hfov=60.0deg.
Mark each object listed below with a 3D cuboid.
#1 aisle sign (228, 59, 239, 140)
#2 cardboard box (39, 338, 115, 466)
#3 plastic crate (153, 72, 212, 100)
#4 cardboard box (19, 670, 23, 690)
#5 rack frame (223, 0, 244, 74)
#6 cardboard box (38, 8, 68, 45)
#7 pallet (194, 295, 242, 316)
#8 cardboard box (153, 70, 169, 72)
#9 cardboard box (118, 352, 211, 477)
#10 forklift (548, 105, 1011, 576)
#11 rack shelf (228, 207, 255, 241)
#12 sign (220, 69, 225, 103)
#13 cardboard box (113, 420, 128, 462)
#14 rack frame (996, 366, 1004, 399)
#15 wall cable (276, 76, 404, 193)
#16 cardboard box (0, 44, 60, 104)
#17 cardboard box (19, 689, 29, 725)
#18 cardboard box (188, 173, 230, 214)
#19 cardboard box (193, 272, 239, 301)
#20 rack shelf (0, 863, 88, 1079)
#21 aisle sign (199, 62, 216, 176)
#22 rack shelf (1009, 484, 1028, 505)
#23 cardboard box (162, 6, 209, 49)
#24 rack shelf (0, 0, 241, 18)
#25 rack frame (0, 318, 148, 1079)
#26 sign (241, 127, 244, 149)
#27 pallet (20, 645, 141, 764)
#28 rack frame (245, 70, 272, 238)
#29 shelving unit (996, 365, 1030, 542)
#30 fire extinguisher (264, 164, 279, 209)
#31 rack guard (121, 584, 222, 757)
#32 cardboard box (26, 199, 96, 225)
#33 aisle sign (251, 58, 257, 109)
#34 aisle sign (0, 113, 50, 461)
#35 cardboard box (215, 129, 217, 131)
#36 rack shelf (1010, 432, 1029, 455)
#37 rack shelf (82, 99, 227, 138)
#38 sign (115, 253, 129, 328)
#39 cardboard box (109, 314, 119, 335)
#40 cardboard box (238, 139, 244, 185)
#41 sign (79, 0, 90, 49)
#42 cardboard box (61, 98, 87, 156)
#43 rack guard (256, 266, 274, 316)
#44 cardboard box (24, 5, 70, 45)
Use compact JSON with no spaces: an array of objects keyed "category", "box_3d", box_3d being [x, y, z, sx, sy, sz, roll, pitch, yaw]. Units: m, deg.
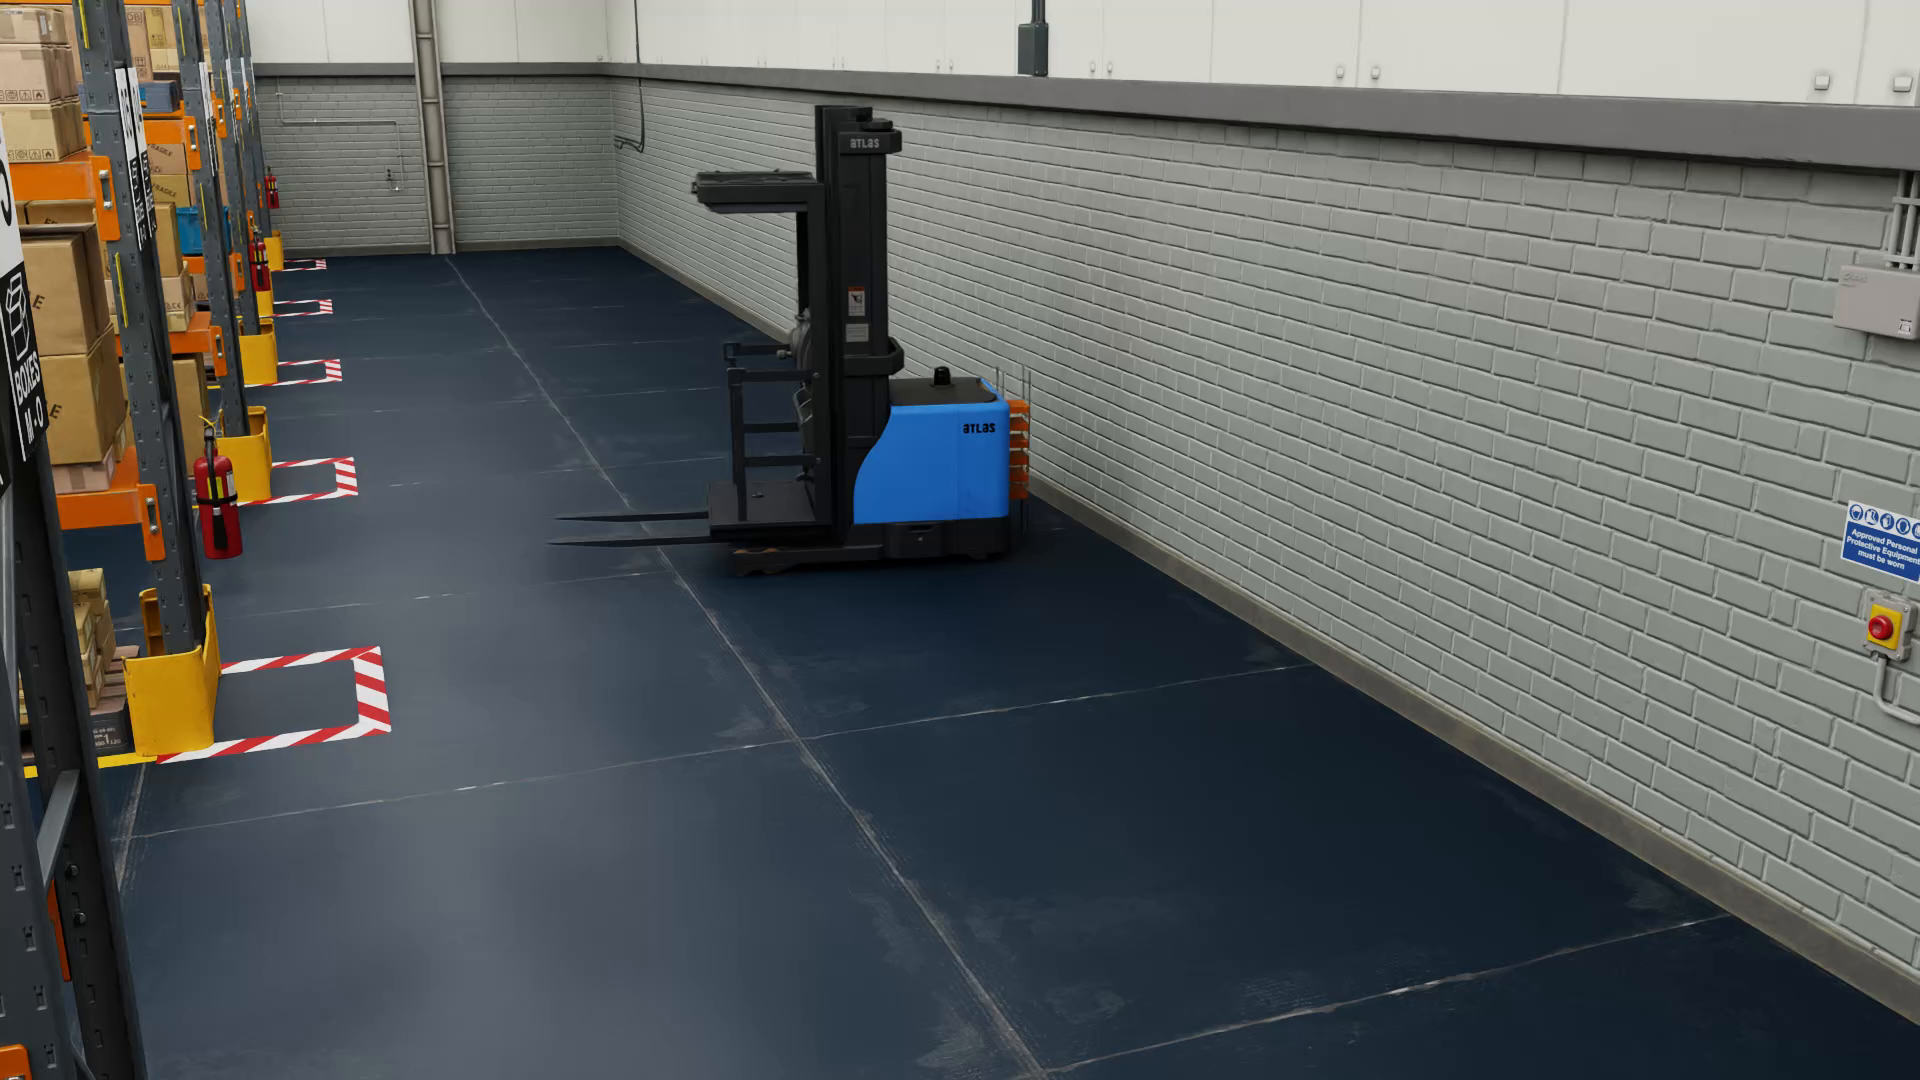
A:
[{"category":"aisle sign","box_3d":[-7.443,-4.515,17.037,0.004,0.787,0.394,-6,17,-20]},{"category":"cardboard box","box_3d":[-4.279,-0.642,7.755,0.500,0.500,0.500,-6,17,-19]},{"category":"plastic crate","box_3d":[-7.863,-4.594,16.825,0.590,0.269,0.497,-6,17,-20]},{"category":"cardboard box","box_3d":[-4.606,0.600,8.018,0.250,0.149,0.380,-7,18,-21]},{"category":"rack frame","box_3d":[-9.173,-7.365,20.706,0.127,3.000,1.000,-6,17,-20]},{"category":"cardboard box","box_3d":[-6.667,-3.525,11.853,0.500,0.500,0.700,-7,18,-22]},{"category":"pallet","box_3d":[-9.988,-3.060,21.644,1.213,0.211,1.003,-6,17,-20]},{"category":"cardboard box","box_3d":[-10.029,-5.685,20.575,0.500,0.250,0.500,-6,17,-20]},{"category":"cardboard box","box_3d":[-6.201,-0.976,12.623,0.875,0.875,0.875,-6,17,-20]},{"category":"forklift","box_3d":[-1.222,-1.335,10.941,3.031,2.935,1.130,-3,17,-9]},{"category":"rack shelf","box_3d":[-11.041,-3.939,20.966,4.000,0.370,1.077,-6,17,-20]},{"category":"sign","box_3d":[-7.192,-4.428,16.217,0.005,0.325,0.100,-6,17,-20]},{"category":"cardboard box","box_3d":[-4.371,-0.497,8.414,0.250,0.149,0.380,-6,18,-21]},{"category":"rack frame","box_3d":[0.272,-0.585,11.460,0.006,1.200,0.240,-3,17,-9]},{"category":"wall cable","box_3d":[-10.092,-6.655,27.132,1.851,1.984,0.084,-6,17,-20]},{"category":"cardboard box","box_3d":[-4.291,-2.058,7.338,0.500,0.250,0.500,-7,18,-22]},{"category":"cardboard box","box_3d":[-4.572,0.763,7.992,0.250,0.149,0.380,-6,17,-18]},{"category":"cardboard box","box_3d":[-9.494,-4.417,21.140,0.500,0.500,0.500,-6,17,-18]},{"category":"cardboard box","box_3d":[-9.593,-3.378,21.434,0.500,0.500,0.500,-6,17,-20]},{"category":"rack shelf","box_3d":[-3.953,1.275,3.210,4.000,0.370,1.077,-6,17,-20]},{"category":"aisle sign","box_3d":[-5.457,-3.055,12.064,0.004,0.787,0.394,-6,17,-20]},{"category":"rack shelf","box_3d":[0.362,-0.316,11.555,0.180,0.103,0.258,-3,17,-9]},{"category":"cardboard box","box_3d":[-9.647,-6.397,20.783,0.500,0.500,0.700,-6,17,-20]},{"category":"rack shelf","box_3d":[-12.817,-7.929,24.614,4.000,0.370,1.077,-6,17,-20]},{"category":"rack frame","box_3d":[-2.086,0.728,3.795,0.127,3.000,1.000,-6,17,-20]},{"category":"sign","box_3d":[-8.993,-5.045,20.840,0.005,0.325,0.100,-6,17,-20]},{"category":"pallet","box_3d":[-4.794,0.854,8.315,1.213,0.211,1.003,-6,17,-20]},{"category":"rack frame","box_3d":[-10.949,-5.789,25.988,0.127,3.000,1.000,-6,17,-20]},{"category":"shelving unit","box_3d":[0.362,-0.589,11.475,0.189,1.200,0.258,-3,17,-9]},{"category":"fire extinguisher","box_3d":[-10.643,-5.467,25.690,0.183,0.674,0.296,-6,17,-20]},{"category":"rack guard","box_3d":[-4.022,0.643,8.522,0.348,0.500,1.175,-6,17,-20]},{"category":"cardboard box","box_3d":[-6.644,-2.282,12.453,0.500,0.500,0.500,-7,18,-21]},{"category":"aisle sign","box_3d":[-10.775,-6.965,25.378,0.004,0.787,0.394,-6,17,-20]},{"category":"aisle sign","box_3d":[-2.122,-0.603,3.714,0.004,0.787,0.394,-6,17,-20]},{"category":"cardboard box","box_3d":[-9.682,-5.039,21.480,0.500,0.500,0.500,-6,17,-18]},{"category":"rack shelf","box_3d":[0.362,-0.662,11.453,0.180,0.103,0.258,-3,17,-9]},{"category":"rack shelf","box_3d":[-9.272,-4.075,16.104,4.000,0.370,1.077,-6,17,-20]},{"category":"sign","box_3d":[-3.772,-1.123,7.484,0.005,0.325,0.100,-6,17,-20]},{"category":"cardboard box","box_3d":[-6.089,-1.610,12.202,0.250,0.149,0.380,-6,17,-20]},{"category":"cardboard box","box_3d":[-11.422,-5.879,25.762,0.700,0.700,0.980,-5,17,-18]},{"category":"sign","box_3d":[-3.772,-2.280,7.144,0.005,0.325,0.100,-6,17,-20]},{"category":"cardboard box","box_3d":[-4.462,-1.953,7.869,0.500,0.250,0.500,-6,17,-18]},{"category":"rack guard","box_3d":[-9.244,-3.279,21.877,0.348,0.500,1.175,-6,17,-20]},{"category":"cardboard box","box_3d":[-11.073,-6.264,20.331,0.500,0.500,0.700,-6,17,-20]}]
